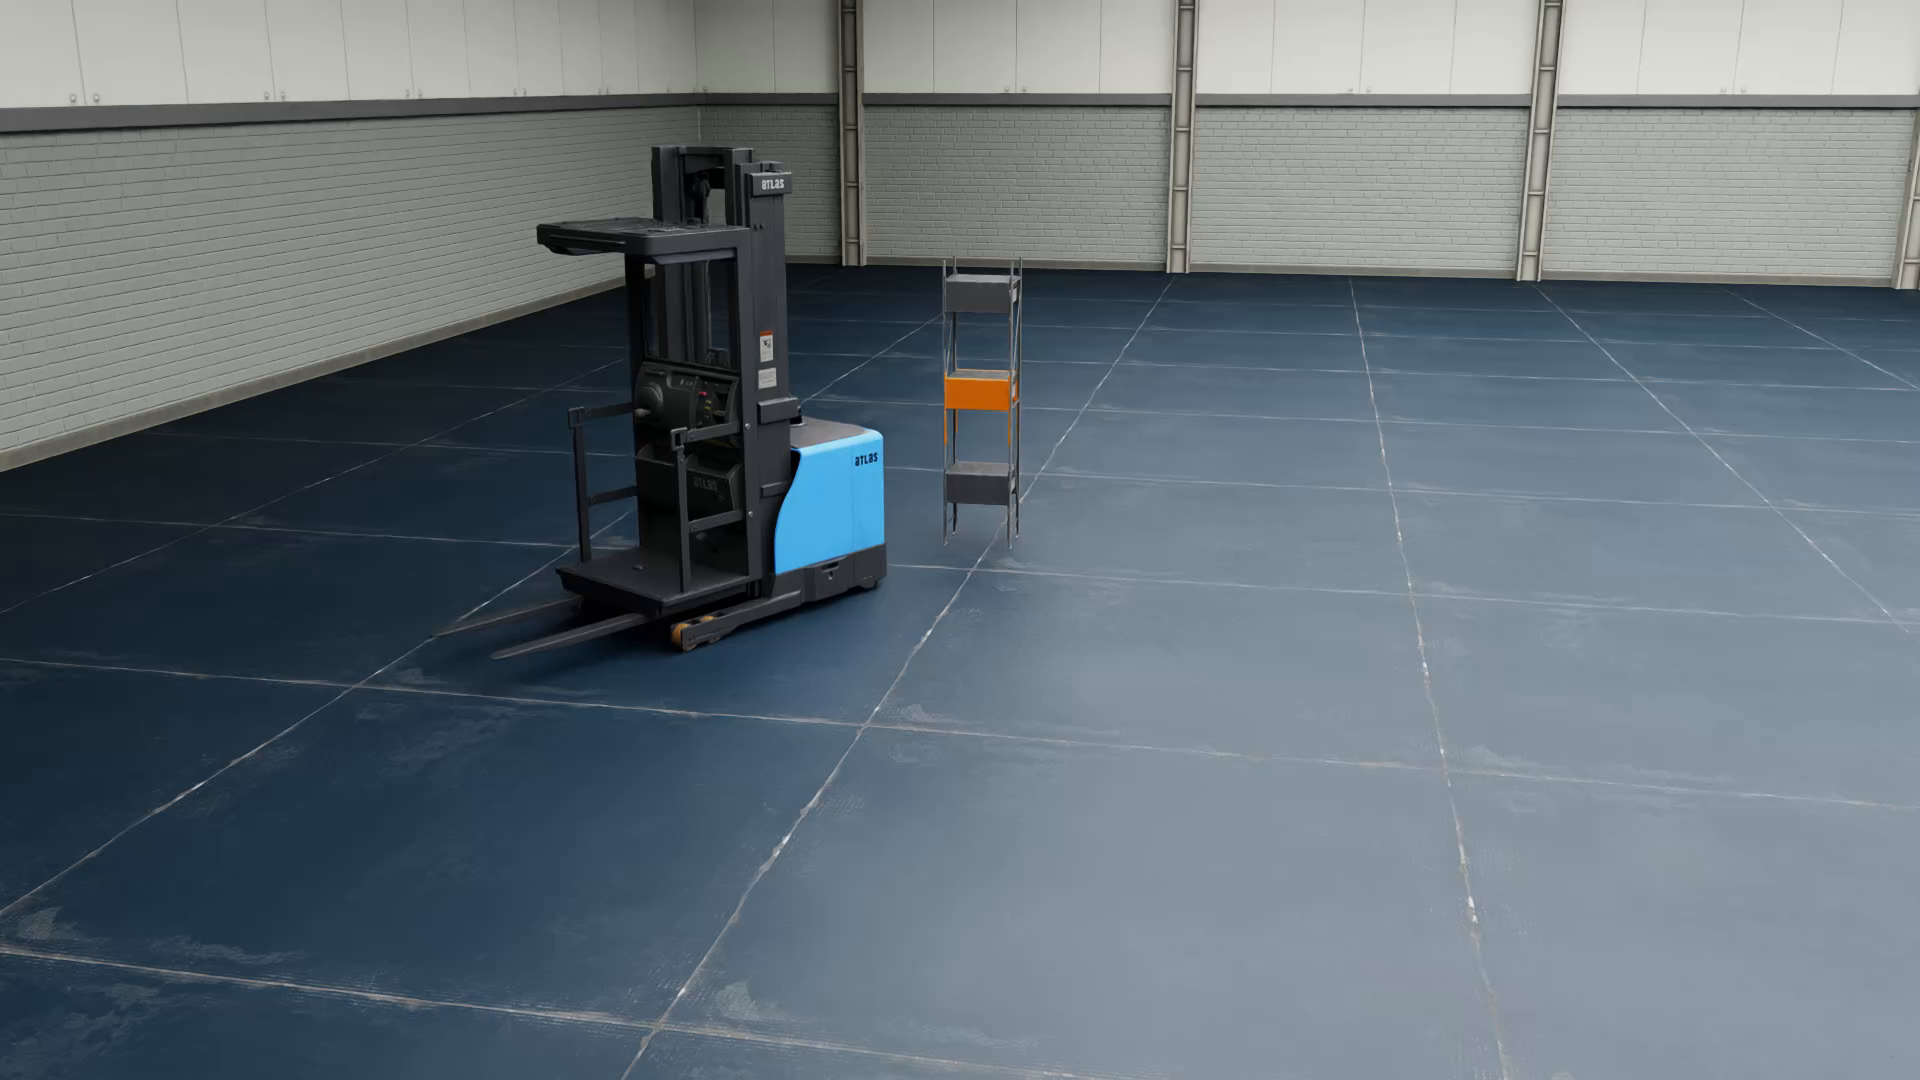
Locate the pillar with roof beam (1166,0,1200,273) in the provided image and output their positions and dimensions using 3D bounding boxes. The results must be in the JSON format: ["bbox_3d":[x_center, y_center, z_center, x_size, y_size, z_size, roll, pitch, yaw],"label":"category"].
[{"bbox_3d":[3.056,-8.019,24.585,0.400,9.000,9.100,3,16,11],"label":"pillar with roof beam"}]

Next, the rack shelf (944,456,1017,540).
[{"bbox_3d":[0.162,-0.315,12.370,0.480,0.518,0.431,3,16,11],"label":"rack shelf"}]

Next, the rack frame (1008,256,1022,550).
[{"bbox_3d":[0.401,-0.990,12.133,0.015,2.100,0.400,3,16,11],"label":"rack frame"}]

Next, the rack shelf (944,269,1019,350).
[{"bbox_3d":[0.162,-1.665,11.997,0.480,0.518,0.431,3,16,11],"label":"rack shelf"}]

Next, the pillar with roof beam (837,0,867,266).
[{"bbox_3d":[-2.824,-8.338,25.737,0.400,9.000,9.100,3,16,11],"label":"pillar with roof beam"}]

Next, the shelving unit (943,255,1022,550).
[{"bbox_3d":[0.162,-1.003,12.180,0.503,2.100,0.431,3,16,11],"label":"shelving unit"}]

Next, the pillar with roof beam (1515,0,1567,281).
[{"bbox_3d":[8.936,-7.700,23.432,0.400,9.000,9.100,3,16,11],"label":"pillar with roof beam"}]

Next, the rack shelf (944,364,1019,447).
[{"bbox_3d":[0.162,-0.990,12.184,0.480,0.518,0.431,3,16,11],"label":"rack shelf"}]

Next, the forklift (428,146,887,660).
[{"bbox_3d":[-1.850,-0.894,10.231,1.130,2.935,3.031,13,20,39],"label":"forklift"}]

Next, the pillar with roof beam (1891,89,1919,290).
[{"bbox_3d":[14.815,-7.381,22.280,0.400,9.000,9.100,3,16,11],"label":"pillar with roof beam"}]

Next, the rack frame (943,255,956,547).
[{"bbox_3d":[-0.077,-1.016,12.227,0.015,2.100,0.400,3,16,11],"label":"rack frame"}]
